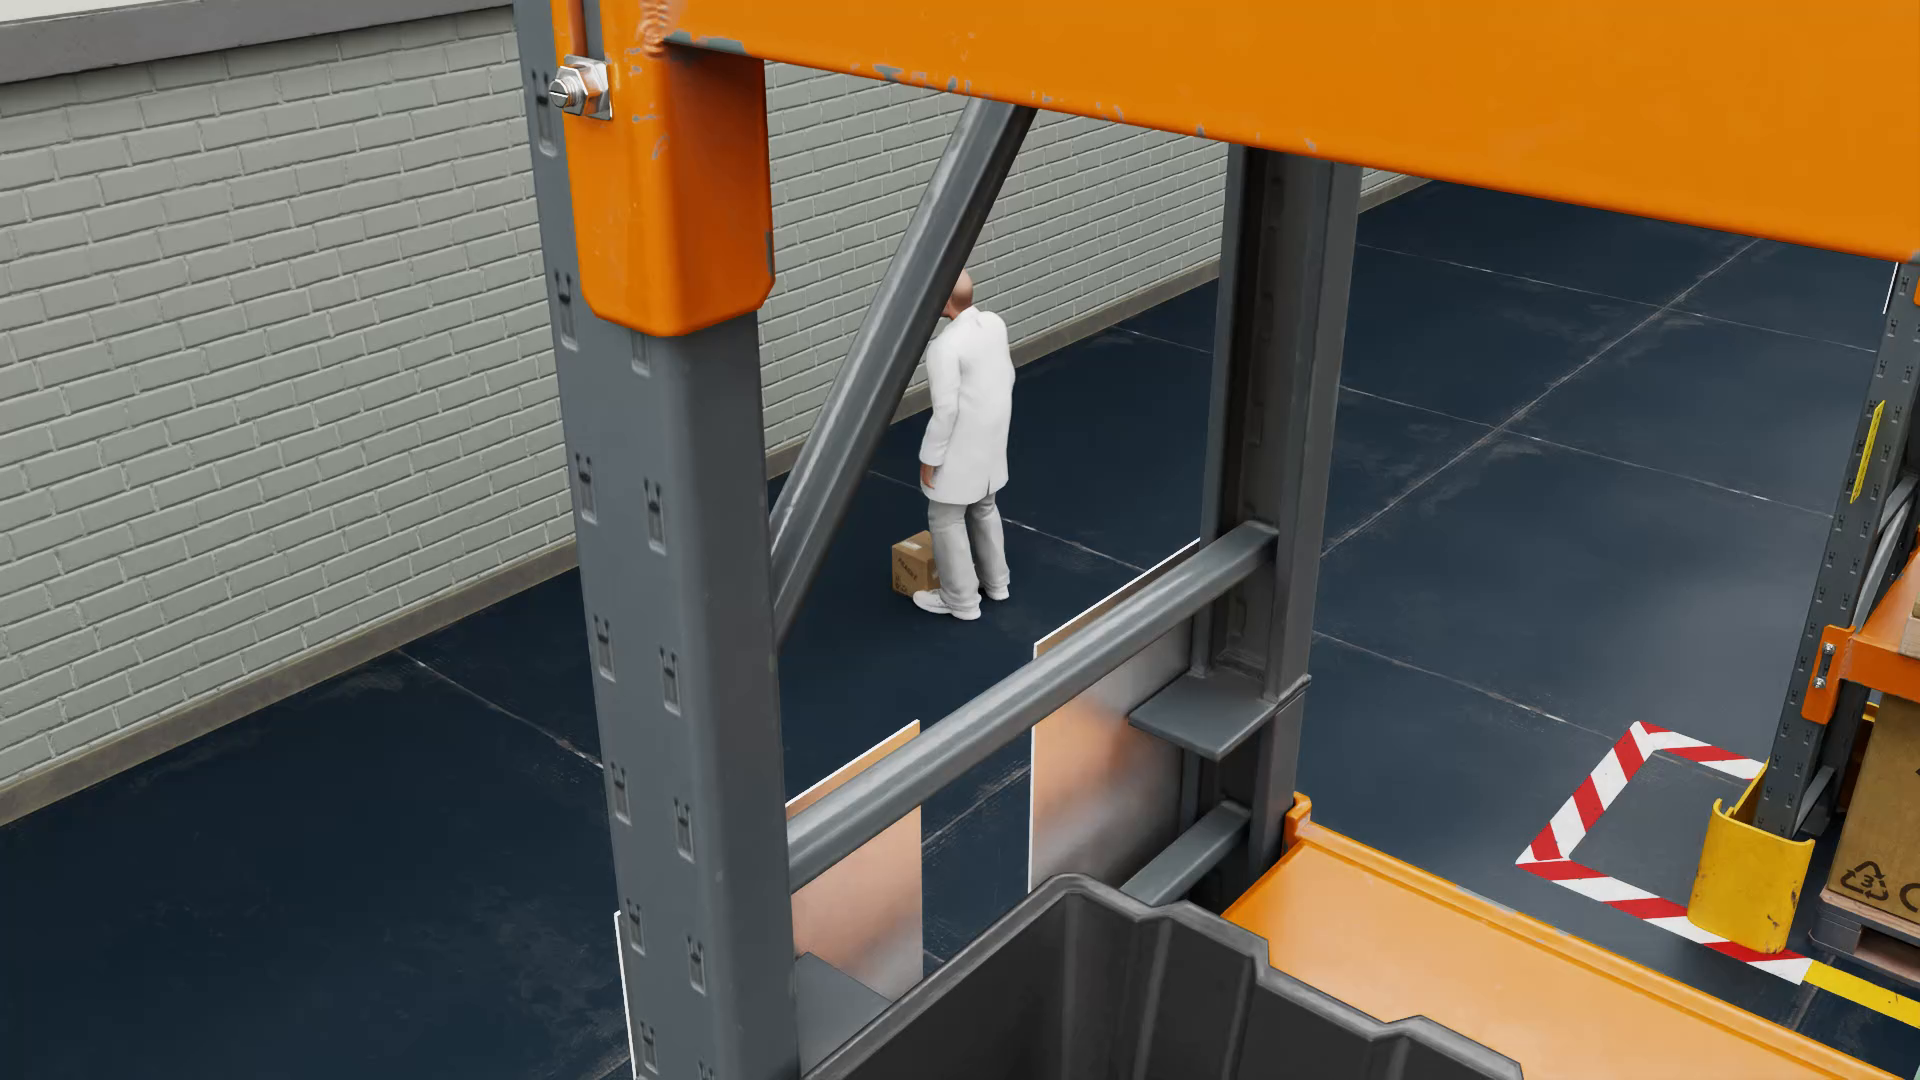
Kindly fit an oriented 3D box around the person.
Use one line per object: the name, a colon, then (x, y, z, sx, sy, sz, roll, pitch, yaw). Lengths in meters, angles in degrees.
person: (0.017, -0.465, 8.049, 0.429, 1.772, 0.648, 18, 32, 32)
